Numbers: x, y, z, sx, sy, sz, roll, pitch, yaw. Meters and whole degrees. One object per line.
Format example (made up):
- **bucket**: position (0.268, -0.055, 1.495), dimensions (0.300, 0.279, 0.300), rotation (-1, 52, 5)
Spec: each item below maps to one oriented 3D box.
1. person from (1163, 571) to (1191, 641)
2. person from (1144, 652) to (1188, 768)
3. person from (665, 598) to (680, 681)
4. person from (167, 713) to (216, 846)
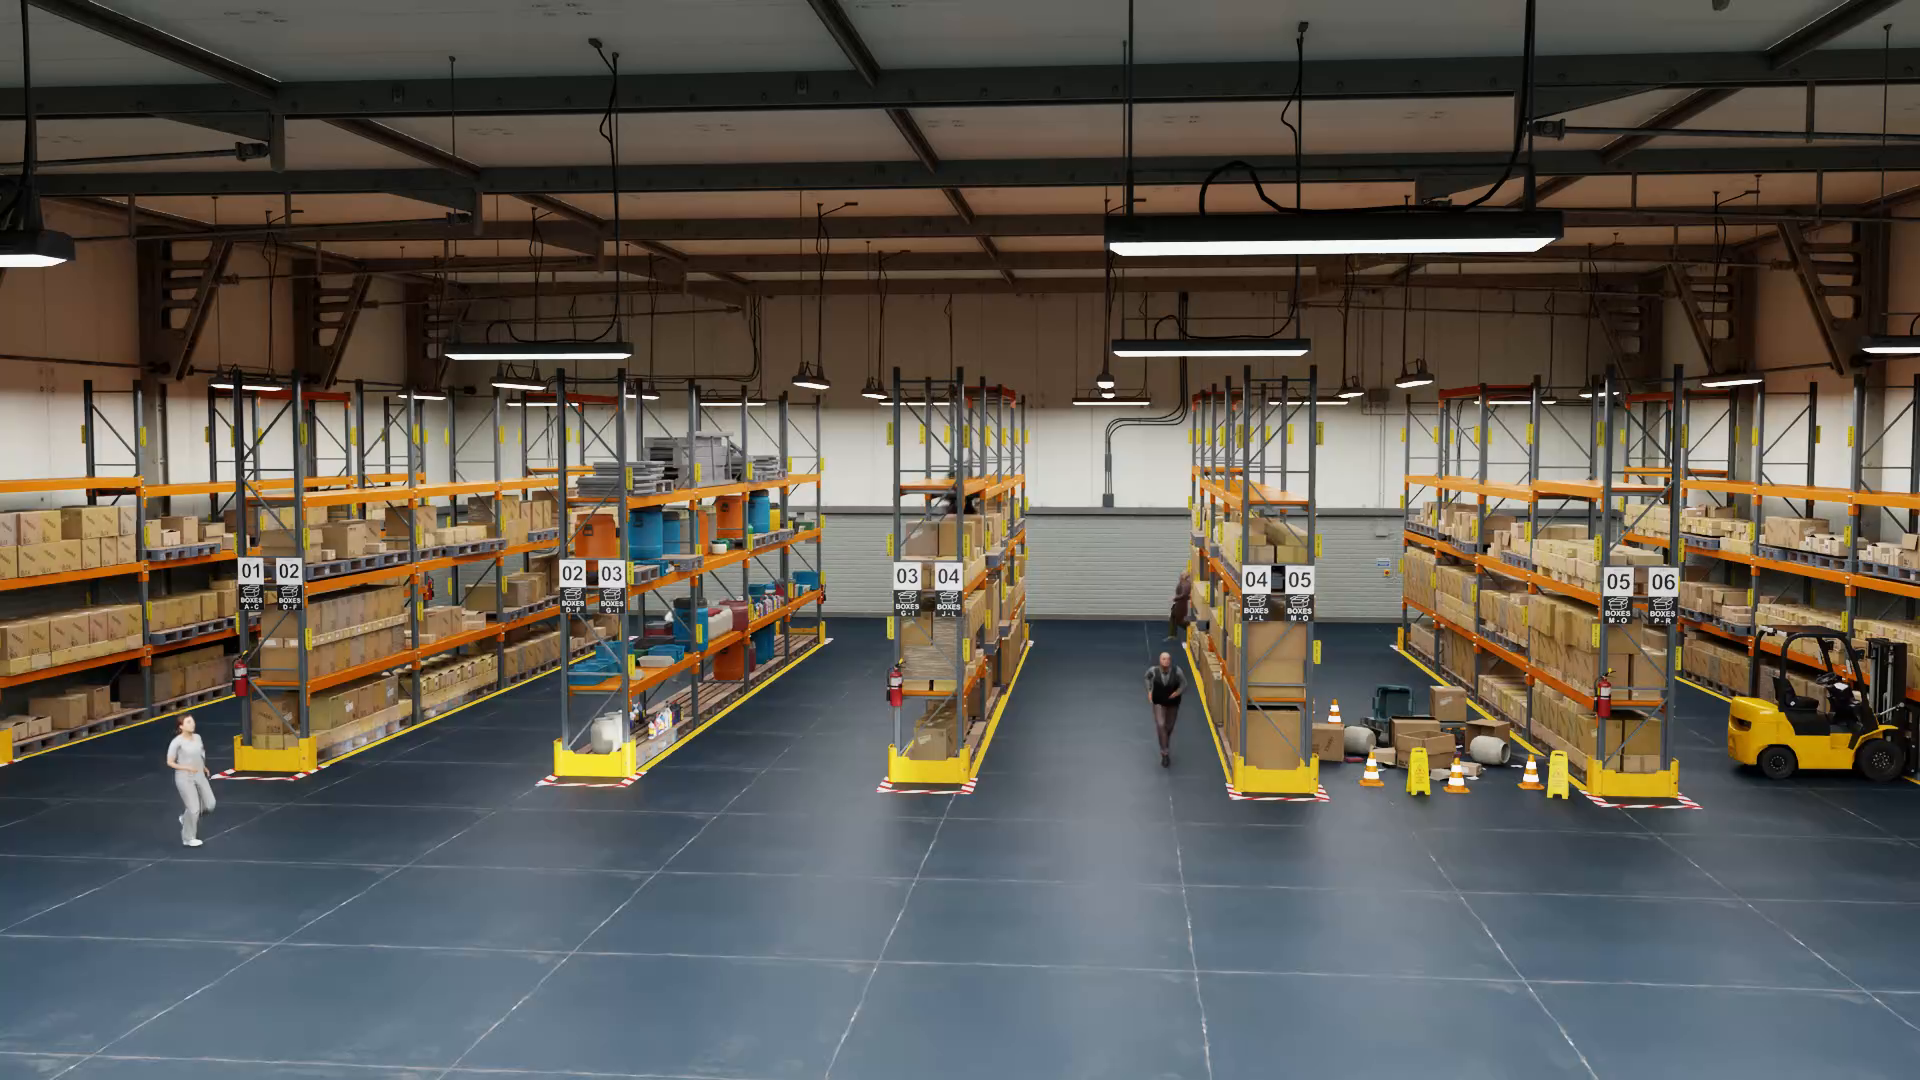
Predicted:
- **person**: position (5.395, 1.620, 40.515), dimensions (0.893, 1.765, 0.751), rotation (0, 4, 8)
- **person**: position (3.174, 2.565, 25.679), dimensions (0.663, 1.723, 1.092), rotation (0, 4, 1)
- **person**: position (-5.855, 2.042, 34.423), dimensions (0.578, 1.691, 0.791), rotation (0, 4, 1)
- **person**: position (-9.387, 2.927, 20.305), dimensions (0.577, 1.615, 0.560), rotation (2, 4, 26)
